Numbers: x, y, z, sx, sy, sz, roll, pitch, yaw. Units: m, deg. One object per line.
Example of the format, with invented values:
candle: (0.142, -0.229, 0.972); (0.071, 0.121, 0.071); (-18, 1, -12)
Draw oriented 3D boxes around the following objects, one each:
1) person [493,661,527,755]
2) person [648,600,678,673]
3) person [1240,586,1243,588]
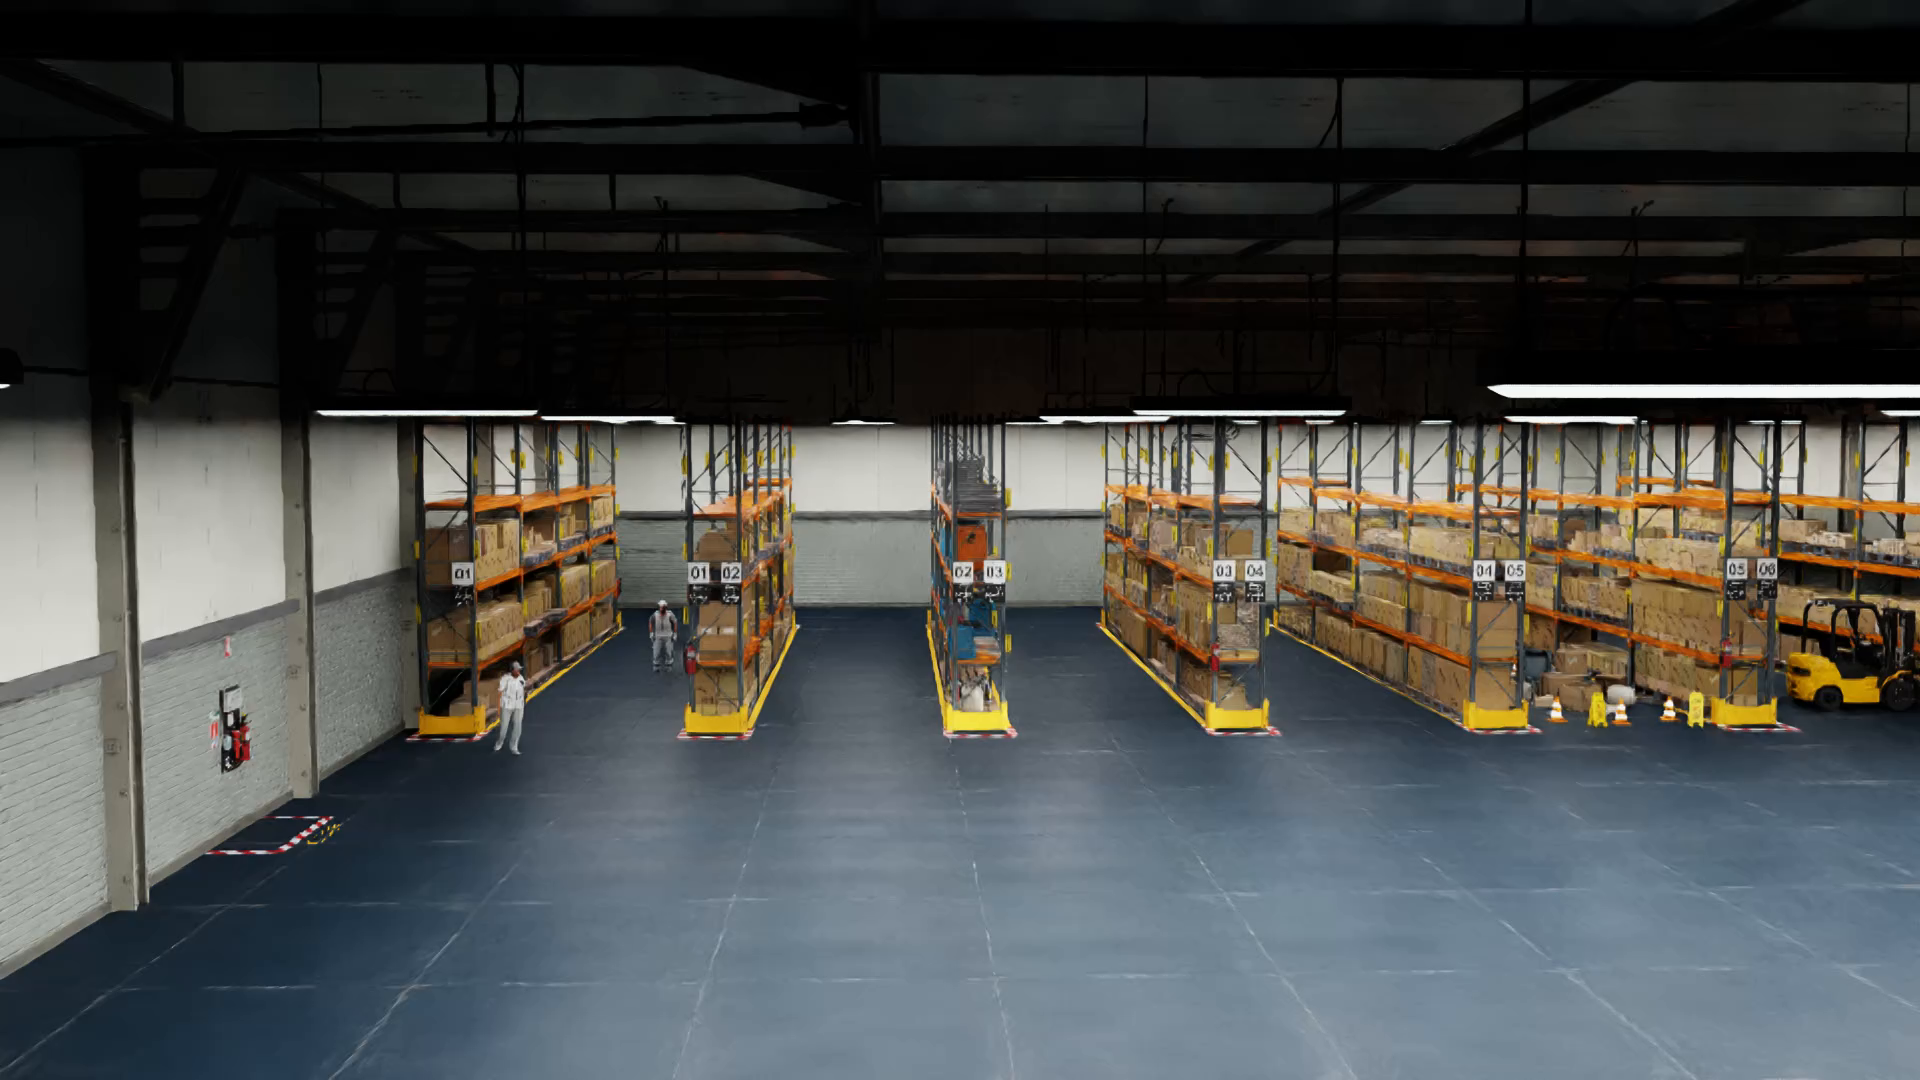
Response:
person: (-7.872, 2.925, 29.053); (0.547, 1.650, 0.589); (-3, 5, -39)
person: (-6.879, 2.240, 38.522); (0.677, 1.742, 0.552); (0, 4, -4)
person: (7.959, 1.548, 48.909); (0.719, 1.714, 0.578); (0, 4, -4)
